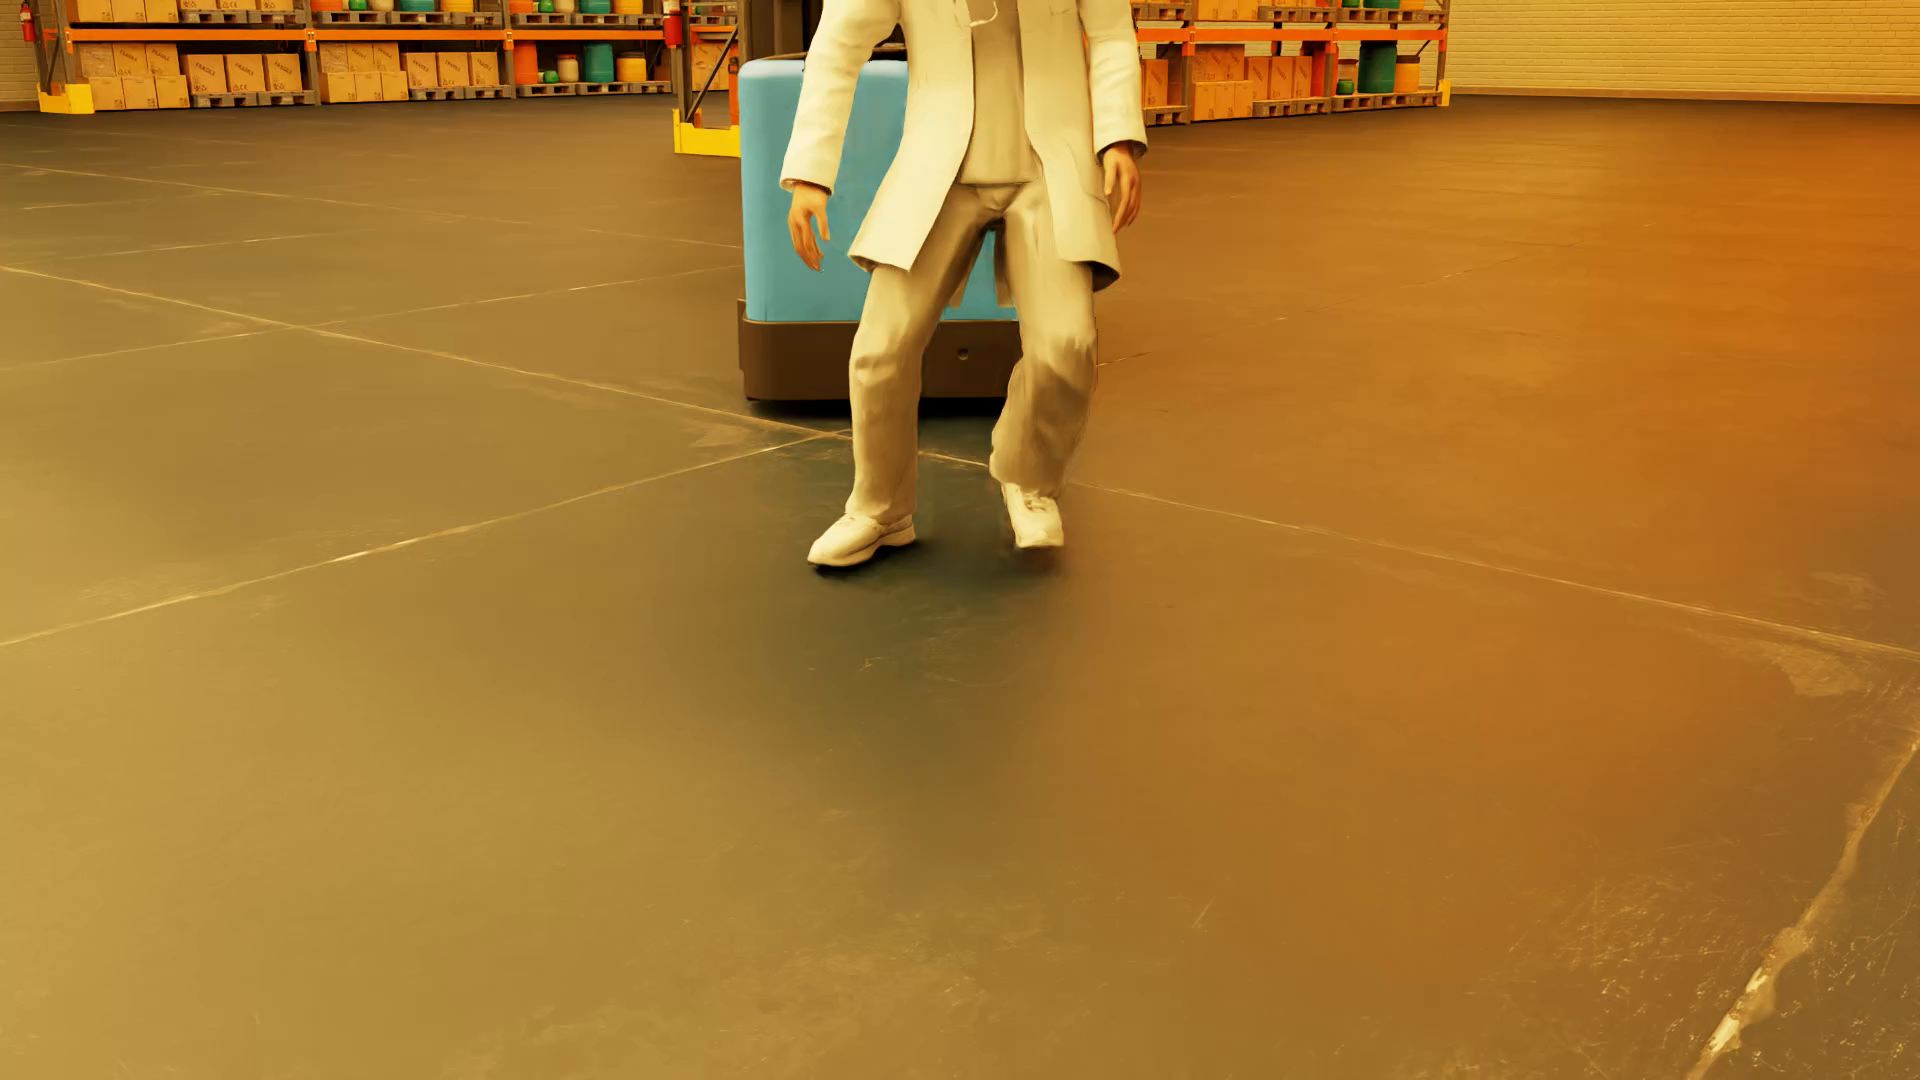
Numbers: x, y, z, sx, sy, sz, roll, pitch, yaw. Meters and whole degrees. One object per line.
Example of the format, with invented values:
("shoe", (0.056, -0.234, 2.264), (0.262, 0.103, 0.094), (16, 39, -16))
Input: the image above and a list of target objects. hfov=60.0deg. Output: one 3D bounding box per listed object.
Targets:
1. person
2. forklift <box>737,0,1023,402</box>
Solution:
("person", (0.008, -0.777, 3.561), (0.777, 1.708, 0.464), (1, 17, 2))
("forklift", (-0.245, -2.209, 6.172), (1.130, 2.935, 3.031), (-1, 17, -4))
